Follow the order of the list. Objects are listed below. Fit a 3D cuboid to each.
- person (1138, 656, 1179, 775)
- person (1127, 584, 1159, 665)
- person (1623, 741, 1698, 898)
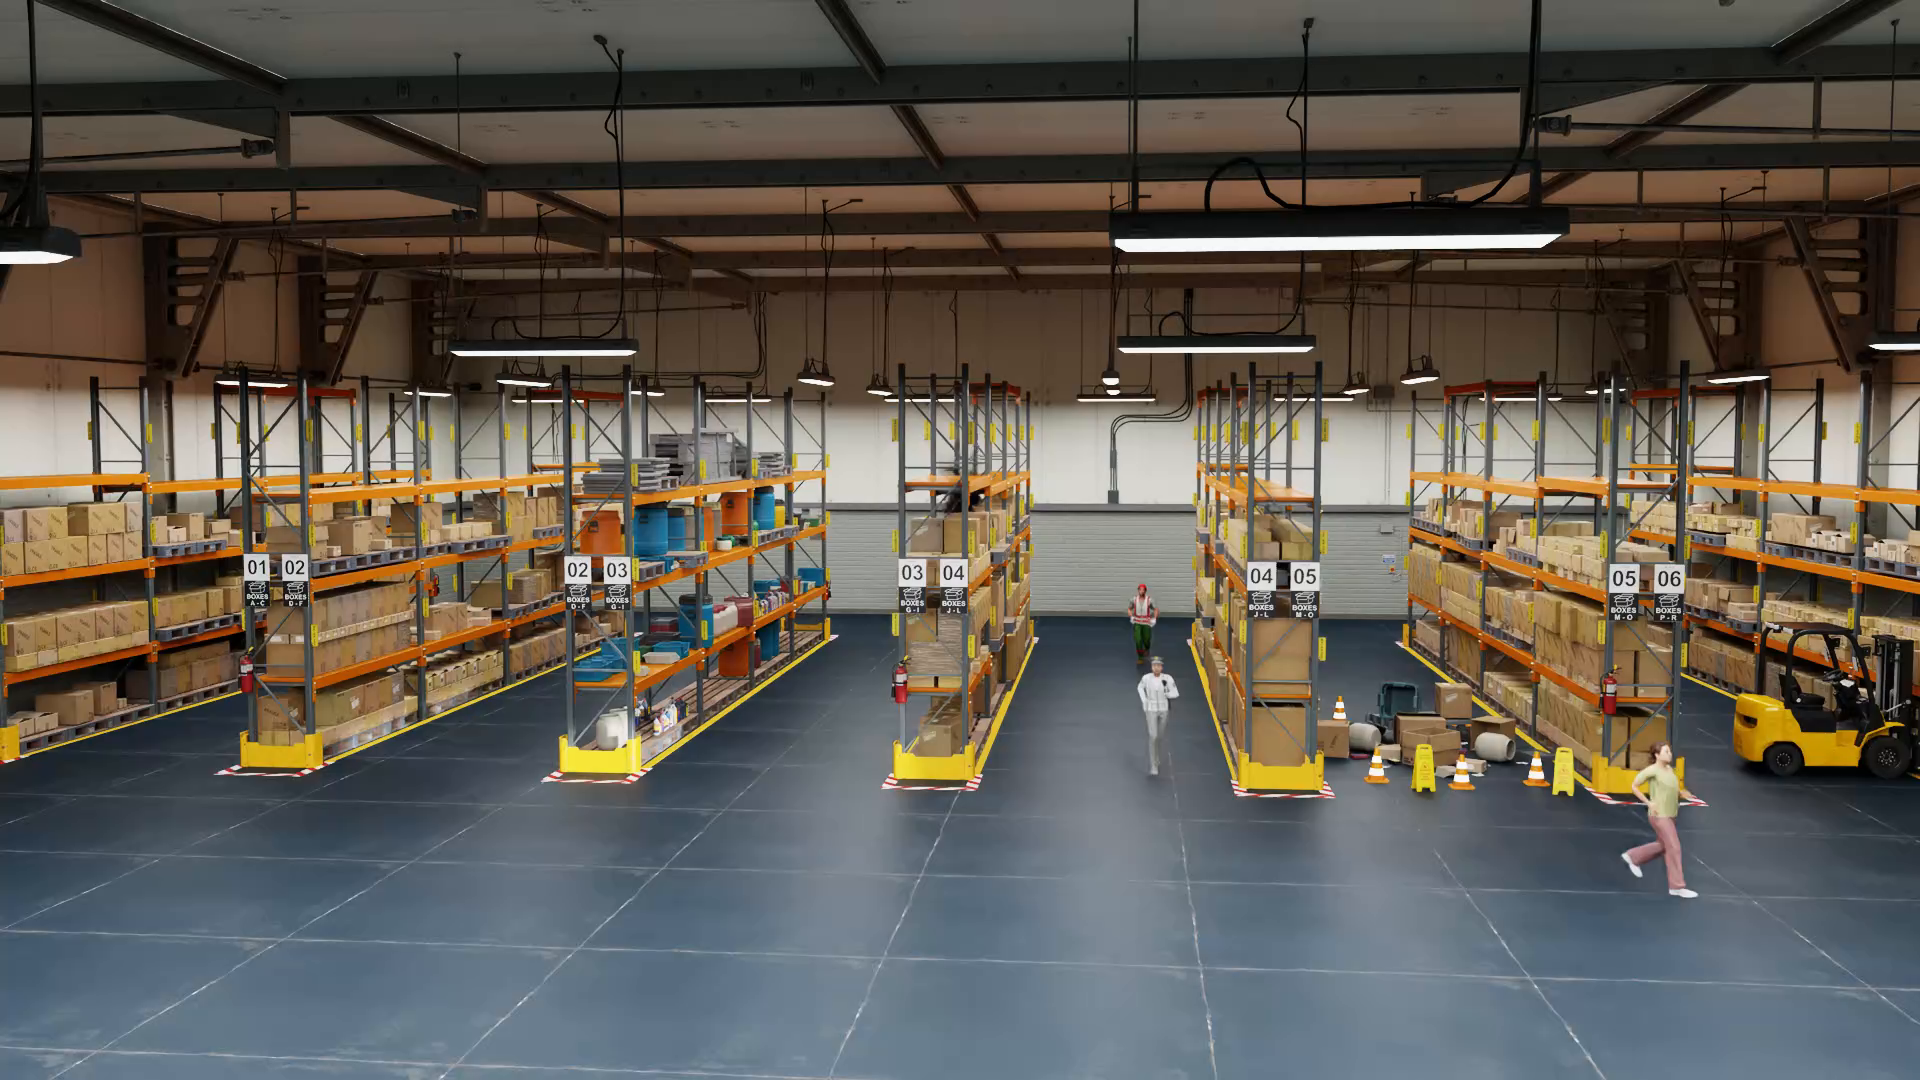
[{"bbox_3d":[2.951,2.581,24.700,0.584,1.754,0.760,0,4,0],"label":"person"},{"bbox_3d":[3.968,1.816,36.154,0.686,1.748,0.628,1,4,10],"label":"person"},{"bbox_3d":[7.627,3.004,18.120,0.587,1.645,0.911,-3,5,-37],"label":"person"}]
